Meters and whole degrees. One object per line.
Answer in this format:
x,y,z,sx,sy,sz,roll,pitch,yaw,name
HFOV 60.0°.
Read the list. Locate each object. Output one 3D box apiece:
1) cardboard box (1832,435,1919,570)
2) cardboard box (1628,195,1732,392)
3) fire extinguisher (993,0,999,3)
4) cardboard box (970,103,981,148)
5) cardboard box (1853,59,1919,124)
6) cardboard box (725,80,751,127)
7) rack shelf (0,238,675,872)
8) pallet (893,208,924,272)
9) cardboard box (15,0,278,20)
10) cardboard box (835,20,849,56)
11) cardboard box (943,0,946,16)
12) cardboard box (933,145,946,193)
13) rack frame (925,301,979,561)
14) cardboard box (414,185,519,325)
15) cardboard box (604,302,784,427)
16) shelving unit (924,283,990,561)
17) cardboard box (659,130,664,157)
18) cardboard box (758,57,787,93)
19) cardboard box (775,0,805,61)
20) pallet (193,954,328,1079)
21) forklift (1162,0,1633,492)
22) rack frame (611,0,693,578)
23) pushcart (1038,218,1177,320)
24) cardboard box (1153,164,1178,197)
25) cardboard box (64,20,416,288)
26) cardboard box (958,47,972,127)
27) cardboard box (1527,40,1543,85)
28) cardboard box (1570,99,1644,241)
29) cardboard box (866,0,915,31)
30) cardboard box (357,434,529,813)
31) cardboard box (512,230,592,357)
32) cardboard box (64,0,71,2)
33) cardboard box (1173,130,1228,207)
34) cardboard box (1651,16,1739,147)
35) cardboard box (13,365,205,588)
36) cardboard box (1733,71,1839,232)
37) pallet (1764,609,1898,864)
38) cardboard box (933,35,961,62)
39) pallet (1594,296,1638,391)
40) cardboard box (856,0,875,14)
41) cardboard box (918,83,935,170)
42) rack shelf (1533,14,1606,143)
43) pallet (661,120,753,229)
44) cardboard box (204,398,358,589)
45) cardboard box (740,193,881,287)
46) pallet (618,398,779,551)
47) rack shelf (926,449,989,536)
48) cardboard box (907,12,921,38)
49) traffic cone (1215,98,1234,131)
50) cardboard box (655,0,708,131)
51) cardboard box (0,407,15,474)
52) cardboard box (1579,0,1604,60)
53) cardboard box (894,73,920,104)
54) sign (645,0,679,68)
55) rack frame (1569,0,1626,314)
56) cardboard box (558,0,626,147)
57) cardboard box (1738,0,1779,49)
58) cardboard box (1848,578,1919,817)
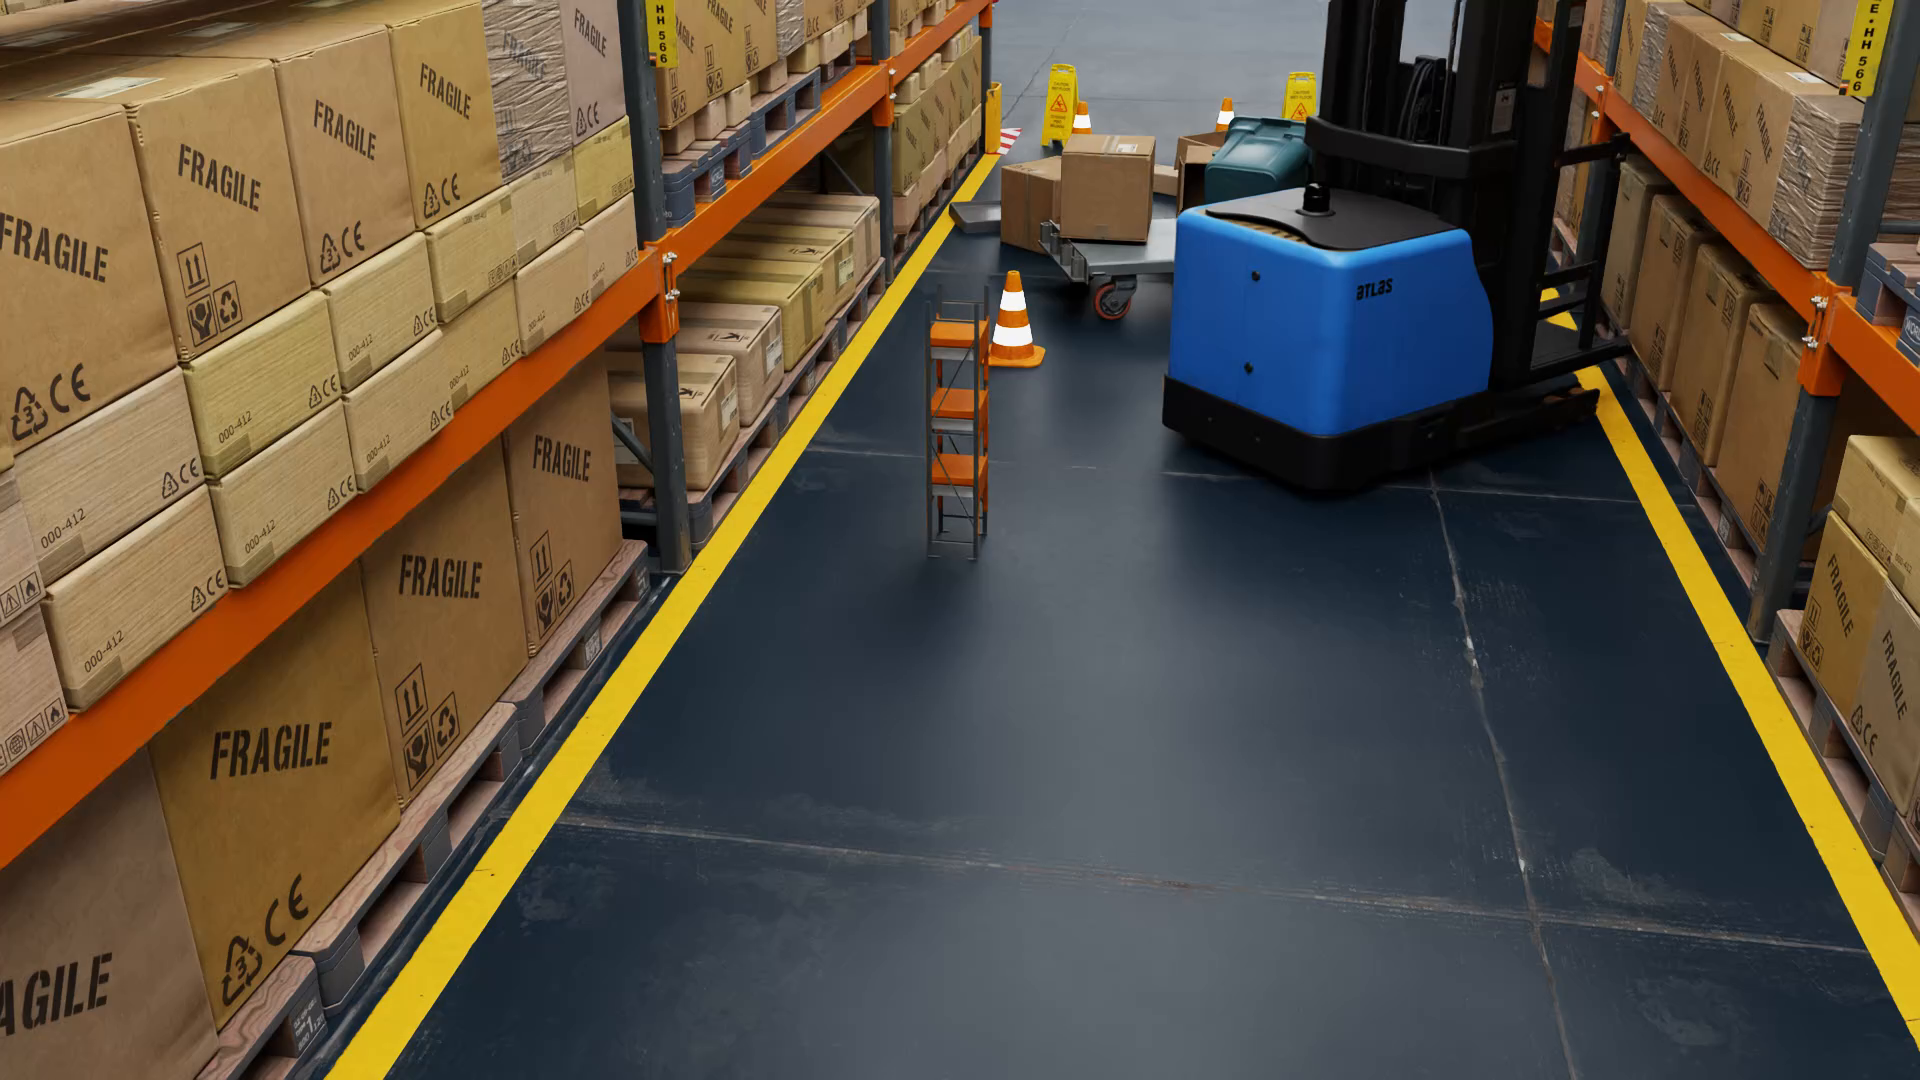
2.992,-0.099,4.992,0.500,0.250,0.500,3,25,6,cardboard box
3.823,-1.148,7.823,1.050,0.750,0.750,4,25,9,cardboard box
0.224,-4.601,13.132,0.296,0.674,0.183,4,25,9,fire extinguisher
-0.120,-3.198,12.792,0.500,0.250,0.500,4,25,8,cardboard box
3.427,-1.658,5.457,0.700,0.500,0.500,4,25,8,cardboard box
-1.085,-1.814,6.888,0.380,0.149,0.250,4,25,9,cardboard box
-1.883,-0.112,4.299,1.077,0.370,4.000,4,25,9,rack shelf
-0.828,-1.967,10.704,1.003,0.211,1.213,4,25,9,pallet
-2.050,-1.159,4.391,0.500,0.500,0.500,5,25,10,cardboard box
-0.782,-2.569,8.502,0.380,0.149,0.250,4,25,8,cardboard box
-0.303,-3.584,11.165,0.380,0.149,0.250,4,25,8,cardboard box
-0.380,-2.566,11.441,0.500,0.250,0.500,4,25,8,cardboard box
-0.029,-0.402,6.371,0.200,1.050,0.008,4,25,9,rack frame
-1.529,-0.782,4.469,0.500,0.250,0.500,3,25,7,cardboard box
-1.342,-0.819,7.565,0.950,0.372,0.625,4,25,8,cardboard box
-0.009,-0.453,6.480,0.215,1.050,0.252,4,25,9,shelving unit
-1.320,-1.473,6.160,0.380,0.149,0.250,3,25,5,cardboard box
-1.008,-2.146,7.597,0.380,0.149,0.250,5,26,10,cardboard box
-1.007,-2.466,7.516,0.500,0.500,0.500,3,25,7,cardboard box
-2.158,1.334,3.651,1.003,0.211,1.213,4,25,9,pallet
2.437,-2.007,7.581,3.031,2.935,1.130,-17,30,-32,forklift
-1.556,-1.274,5.933,1.000,3.000,0.127,4,25,9,rack frame
1.355,-1.622,9.770,1.648,0.377,0.936,-5,25,-10,pushcart
1.530,-2.641,12.216,0.380,0.149,0.250,19,31,35,cardboard box
-1.636,-0.904,3.846,0.500,0.500,0.500,4,25,8,cardboard box
-0.205,-3.333,12.195,0.500,0.500,0.500,5,26,10,cardboard box
4.605,-3.259,12.185,0.875,0.875,0.875,4,25,9,cardboard box
4.169,-2.132,9.778,0.875,0.875,0.875,4,25,9,cardboard box
-0.556,-3.292,9.775,0.500,0.500,0.500,4,25,8,cardboard box
-1.901,0.154,4.893,0.875,0.875,0.875,4,25,9,cardboard box
-1.451,-0.762,5.016,0.500,0.250,0.500,4,25,9,cardboard box
-5.470,-3.502,10.575,0.500,0.500,0.500,3,25,7,cardboard box
1.962,-2.579,11.666,0.797,0.503,0.637,-14,29,-27,cardboard box
3.480,-2.070,7.516,0.500,0.500,0.500,4,25,8,cardboard box
-1.803,-0.144,3.106,0.500,0.250,0.500,4,25,9,cardboard box
3.235,-1.434,6.157,0.500,0.500,0.500,4,25,9,cardboard box
3.214,0.617,5.184,1.003,0.211,1.213,4,25,9,pallet
-0.205,-3.472,11.727,0.380,0.149,0.250,5,26,11,cardboard box
3.945,-1.055,8.755,1.003,0.211,1.213,4,25,9,pallet
-0.752,-3.108,8.887,0.500,0.500,0.500,4,25,8,cardboard box
-0.464,-2.684,10.809,0.500,0.500,0.500,5,26,11,cardboard box
4.324,-3.157,10.804,1.077,0.370,4.000,4,25,9,rack shelf
-1.545,-1.492,6.626,1.213,0.211,1.003,4,25,9,pallet
-1.695,-0.128,3.663,0.500,0.250,0.500,4,25,8,cardboard box
-0.986,-1.727,9.506,0.950,0.372,0.625,4,25,9,cardboard box
-1.427,-0.338,7.222,1.003,0.211,1.213,4,25,9,pallet
-0.009,-0.192,6.602,0.215,0.259,0.240,4,25,9,rack shelf
-0.457,-3.266,10.486,0.380,0.149,0.250,5,26,10,cardboard box
2.104,-3.267,13.183,0.336,0.463,0.334,4,25,9,traffic cone
-1.255,-1.816,6.128,0.500,0.500,0.500,3,25,7,cardboard box
-1.855,-0.263,2.477,0.500,0.500,0.500,4,25,9,cardboard box
4.113,-3.101,9.659,0.875,0.550,0.550,4,25,9,cardboard box
-0.460,-2.801,10.295,0.380,0.149,0.250,4,25,9,cardboard box
-1.008,-1.761,5.609,0.100,0.325,0.005,4,25,9,sign
3.997,-2.646,8.865,1.000,3.000,0.127,4,25,9,rack frame
-1.383,-1.538,5.199,0.500,0.500,0.500,3,25,7,cardboard box
3.673,-2.298,6.825,0.700,0.500,0.500,4,25,8,cardboard box
2.897,0.457,4.688,0.500,0.500,0.500,4,25,9,cardboard box
